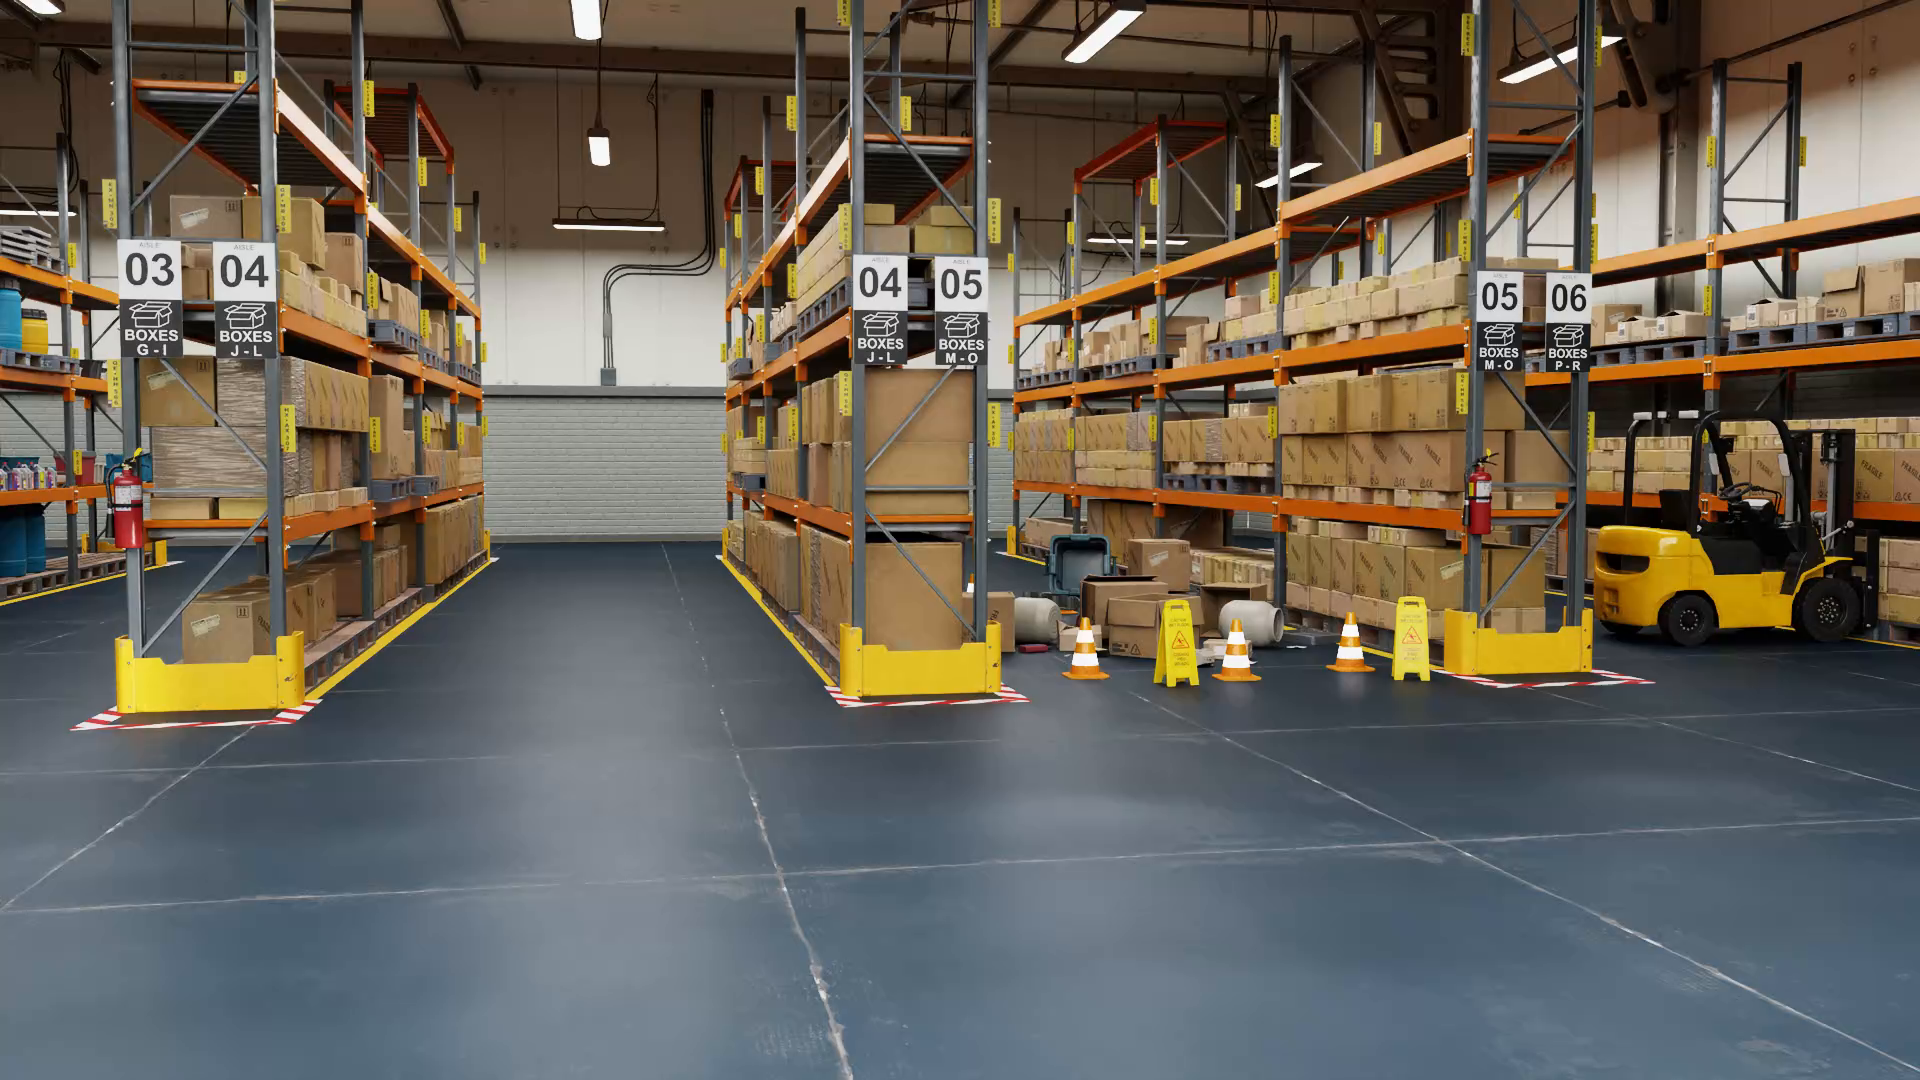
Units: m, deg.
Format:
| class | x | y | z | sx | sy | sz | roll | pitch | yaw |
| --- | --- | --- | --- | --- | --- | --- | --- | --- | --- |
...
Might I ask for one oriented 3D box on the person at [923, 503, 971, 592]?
| class | x | y | z | sx | sy | sz | roll | pitch | yaw |
| --- | --- | --- | --- | --- | --- | --- | --- | --- | --- |
| person | -0.152 | -0.112 | 18.953 | 0.576 | 1.663 | 0.410 | -1 | 3 | -14 |
